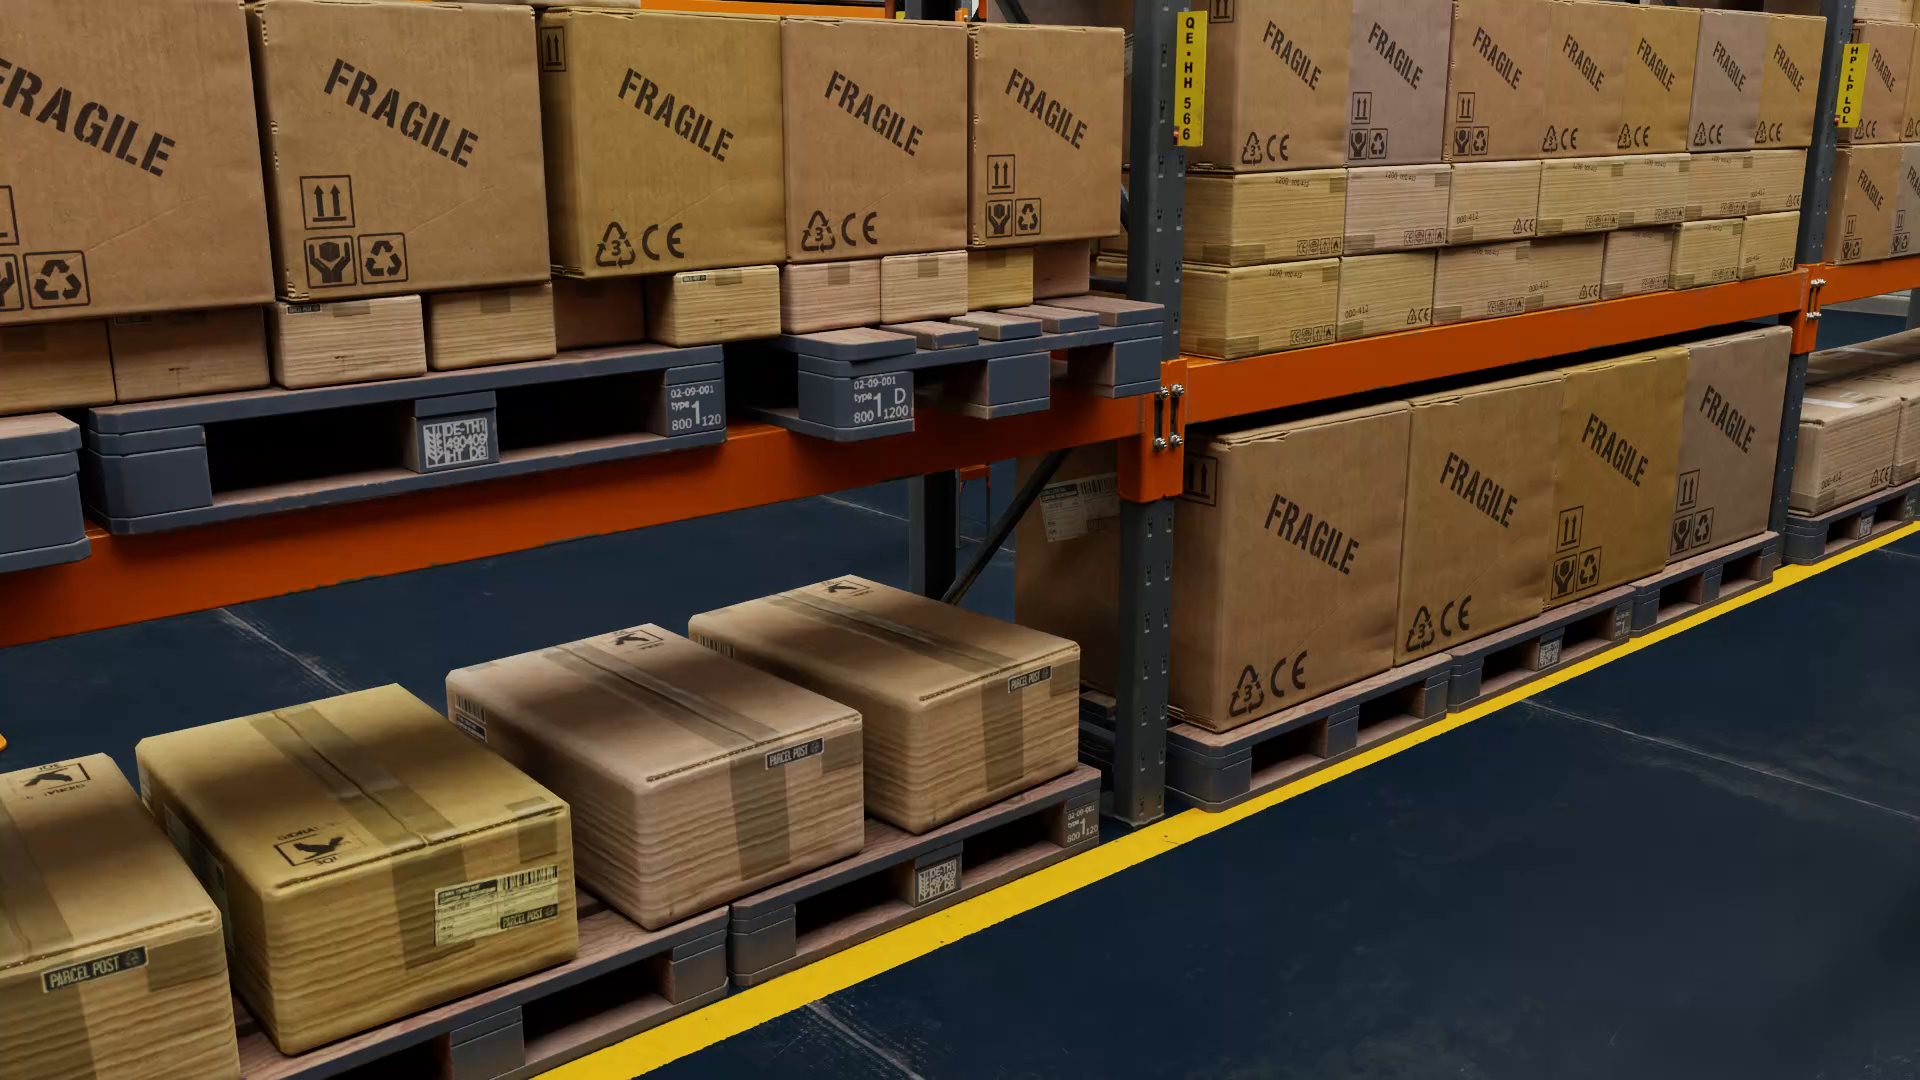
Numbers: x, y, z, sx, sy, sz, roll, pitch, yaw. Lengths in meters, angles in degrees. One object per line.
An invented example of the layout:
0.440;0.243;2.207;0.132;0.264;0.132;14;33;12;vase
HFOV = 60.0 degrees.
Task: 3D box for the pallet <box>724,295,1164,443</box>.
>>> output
-0.257;-0.503;4.193;1.003;0.211;1.213;-13;19;-39;pallet

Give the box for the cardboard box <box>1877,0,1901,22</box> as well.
3.820;-2.309;7.195;0.250;0.149;0.380;-12;19;-39;cardboard box

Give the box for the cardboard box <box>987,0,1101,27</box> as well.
0.429;-1.407;5.075;0.500;0.500;0.500;-13;20;-41;cardboard box

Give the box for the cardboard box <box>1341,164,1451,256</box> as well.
1.146;-1.032;5.121;0.500;0.250;0.500;-12;19;-38;cardboard box

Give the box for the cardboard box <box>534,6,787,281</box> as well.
-0.712;-0.826;3.445;0.500;0.500;0.500;-14;21;-43;cardboard box

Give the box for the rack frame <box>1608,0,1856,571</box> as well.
3.228;-1.415;7.235;0.127;3.000;1.000;-13;19;-39;rack frame

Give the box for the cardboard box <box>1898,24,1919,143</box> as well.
4.132;-2.064;7.534;0.500;0.500;0.500;-13;20;-40;cardboard box

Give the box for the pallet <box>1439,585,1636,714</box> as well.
1.775;0.285;6.273;1.213;0.211;1.003;-13;19;-39;pallet

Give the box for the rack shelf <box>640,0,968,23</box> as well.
-1.768;-4.785;15.432;4.000;0.370;1.077;-13;19;-39;rack shelf

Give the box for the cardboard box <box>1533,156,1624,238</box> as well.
1.921;-1.197;5.740;0.500;0.250;0.500;-12;19;-38;cardboard box

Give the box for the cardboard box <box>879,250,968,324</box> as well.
-0.197;-0.607;3.882;0.250;0.149;0.380;-13;20;-40;cardboard box

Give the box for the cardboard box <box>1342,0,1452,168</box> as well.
1.111;-1.391;5.012;0.500;0.500;0.500;-13;19;-39;cardboard box

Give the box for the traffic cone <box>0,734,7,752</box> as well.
-3.228;0.439;5.208;0.334;0.463;0.336;-13;19;-39;traffic cone

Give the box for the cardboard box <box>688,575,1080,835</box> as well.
-0.222;0.423;4.632;0.625;0.372;0.950;-14;21;-43;cardboard box

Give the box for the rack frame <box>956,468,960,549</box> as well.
-0.080;-0.562;7.528;0.006;1.200;0.240;-13;19;-39;rack frame

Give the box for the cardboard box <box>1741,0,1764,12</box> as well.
3.522;-2.397;7.525;0.250;0.149;0.380;-12;19;-38;cardboard box

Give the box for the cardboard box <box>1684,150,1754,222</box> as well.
2.683;-1.376;6.411;0.500;0.250;0.500;-12;19;-38;cardboard box

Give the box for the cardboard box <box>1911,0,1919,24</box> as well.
4.213;-2.391;7.500;0.250;0.149;0.380;-13;20;-40;cardboard box

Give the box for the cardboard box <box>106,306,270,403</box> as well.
-1.415;-0.354;2.935;0.250;0.149;0.380;-12;19;-39;cardboard box

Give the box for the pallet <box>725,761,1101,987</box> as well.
-0.380;0.742;4.563;1.213;0.211;1.003;-13;19;-39;pallet

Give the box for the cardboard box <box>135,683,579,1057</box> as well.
-1.349;0.677;3.681;0.625;0.372;0.950;-12;19;-38;cardboard box

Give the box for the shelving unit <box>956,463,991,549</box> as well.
-0.011;-0.577;7.586;0.189;1.200;0.258;-13;19;-39;shelving unit

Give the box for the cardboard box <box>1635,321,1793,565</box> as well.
2.813;-0.471;7.003;0.875;0.875;0.875;-12;19;-38;cardboard box

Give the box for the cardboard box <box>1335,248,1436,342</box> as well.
1.121;-0.789;5.183;0.500;0.250;0.500;-13;20;-41;cardboard box

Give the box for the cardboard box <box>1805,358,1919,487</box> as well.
4.447;-0.617;8.400;0.875;0.438;0.875;-13;20;-41;cardboard box

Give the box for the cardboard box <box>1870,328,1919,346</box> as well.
5.814;-0.926;9.557;0.875;0.438;0.875;-14;20;-41;cardboard box

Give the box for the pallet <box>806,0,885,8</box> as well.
-0.812;-5.301;16.141;1.213;0.211;1.003;-13;19;-39;pallet

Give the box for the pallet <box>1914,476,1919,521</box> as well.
4.774;-0.389;8.798;1.213;0.211;1.003;-13;19;-39;pallet

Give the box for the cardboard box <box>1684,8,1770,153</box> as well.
2.671;-1.733;6.293;0.500;0.500;0.500;-12;19;-38;cardboard box

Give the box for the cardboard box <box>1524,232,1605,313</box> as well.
1.891;-0.961;5.827;0.500;0.250;0.500;-13;19;-39;cardboard box

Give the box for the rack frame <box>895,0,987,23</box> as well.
-0.097;-2.362;10.779;0.127;3.000;1.000;-13;19;-39;rack frame

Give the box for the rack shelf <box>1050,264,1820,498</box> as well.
1.720;-0.729;6.059;4.000;0.370;1.077;-13;19;-39;rack shelf

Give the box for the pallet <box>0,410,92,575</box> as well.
-2.135;-0.068;2.565;1.213;0.211;1.003;-13;19;-39;pallet

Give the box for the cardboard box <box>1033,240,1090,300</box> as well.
0.118;-0.718;4.297;0.250;0.149;0.380;-12;19;-37;cardboard box

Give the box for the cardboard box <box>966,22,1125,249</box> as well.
0.050;-1.001;4.102;0.500;0.500;0.500;-13;20;-41;cardboard box

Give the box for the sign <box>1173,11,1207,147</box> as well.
0.574;-1.154;4.169;0.005;0.325;0.100;-13;19;-39;sign

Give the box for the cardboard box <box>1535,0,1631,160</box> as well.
1.895;-1.560;5.647;0.500;0.500;0.500;-12;19;-38;cardboard box

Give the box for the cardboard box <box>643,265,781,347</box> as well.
-0.591;-0.516;3.543;0.250;0.149;0.380;-12;19;-38;cardboard box

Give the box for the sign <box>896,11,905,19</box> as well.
-0.156;-1.404;4.951;0.005;0.325;0.100;-13;19;-39;sign

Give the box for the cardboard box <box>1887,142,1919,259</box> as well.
4.136;-1.576;7.645;0.500;0.500;0.500;-12;19;-39;cardboard box

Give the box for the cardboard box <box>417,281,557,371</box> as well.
-0.999;-0.440;3.257;0.250;0.149;0.380;-13;20;-41;cardboard box

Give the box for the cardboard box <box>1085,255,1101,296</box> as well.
0.422;-0.801;5.227;0.500;0.250;0.500;-14;20;-41;cardboard box

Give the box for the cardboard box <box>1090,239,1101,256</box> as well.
0.409;-1.038;5.145;0.500;0.250;0.500;-13;20;-40;cardboard box

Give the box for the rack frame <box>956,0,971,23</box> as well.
-0.259;-4.022;16.994;0.127;3.000;1.000;-13;19;-39;rack frame

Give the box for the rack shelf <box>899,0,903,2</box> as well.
1.411;-3.802;11.753;4.000;0.370;1.077;-13;19;-39;rack shelf

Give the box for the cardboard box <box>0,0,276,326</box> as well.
-1.505;-0.644;2.766;0.500;0.500;0.500;-13;20;-40;cardboard box

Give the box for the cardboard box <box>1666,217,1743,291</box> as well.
2.670;-1.131;6.464;0.500;0.250;0.500;-13;20;-40;cardboard box

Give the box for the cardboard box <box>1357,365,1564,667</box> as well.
1.462;-0.165;5.858;0.875;0.875;0.875;-12;19;-39;cardboard box
